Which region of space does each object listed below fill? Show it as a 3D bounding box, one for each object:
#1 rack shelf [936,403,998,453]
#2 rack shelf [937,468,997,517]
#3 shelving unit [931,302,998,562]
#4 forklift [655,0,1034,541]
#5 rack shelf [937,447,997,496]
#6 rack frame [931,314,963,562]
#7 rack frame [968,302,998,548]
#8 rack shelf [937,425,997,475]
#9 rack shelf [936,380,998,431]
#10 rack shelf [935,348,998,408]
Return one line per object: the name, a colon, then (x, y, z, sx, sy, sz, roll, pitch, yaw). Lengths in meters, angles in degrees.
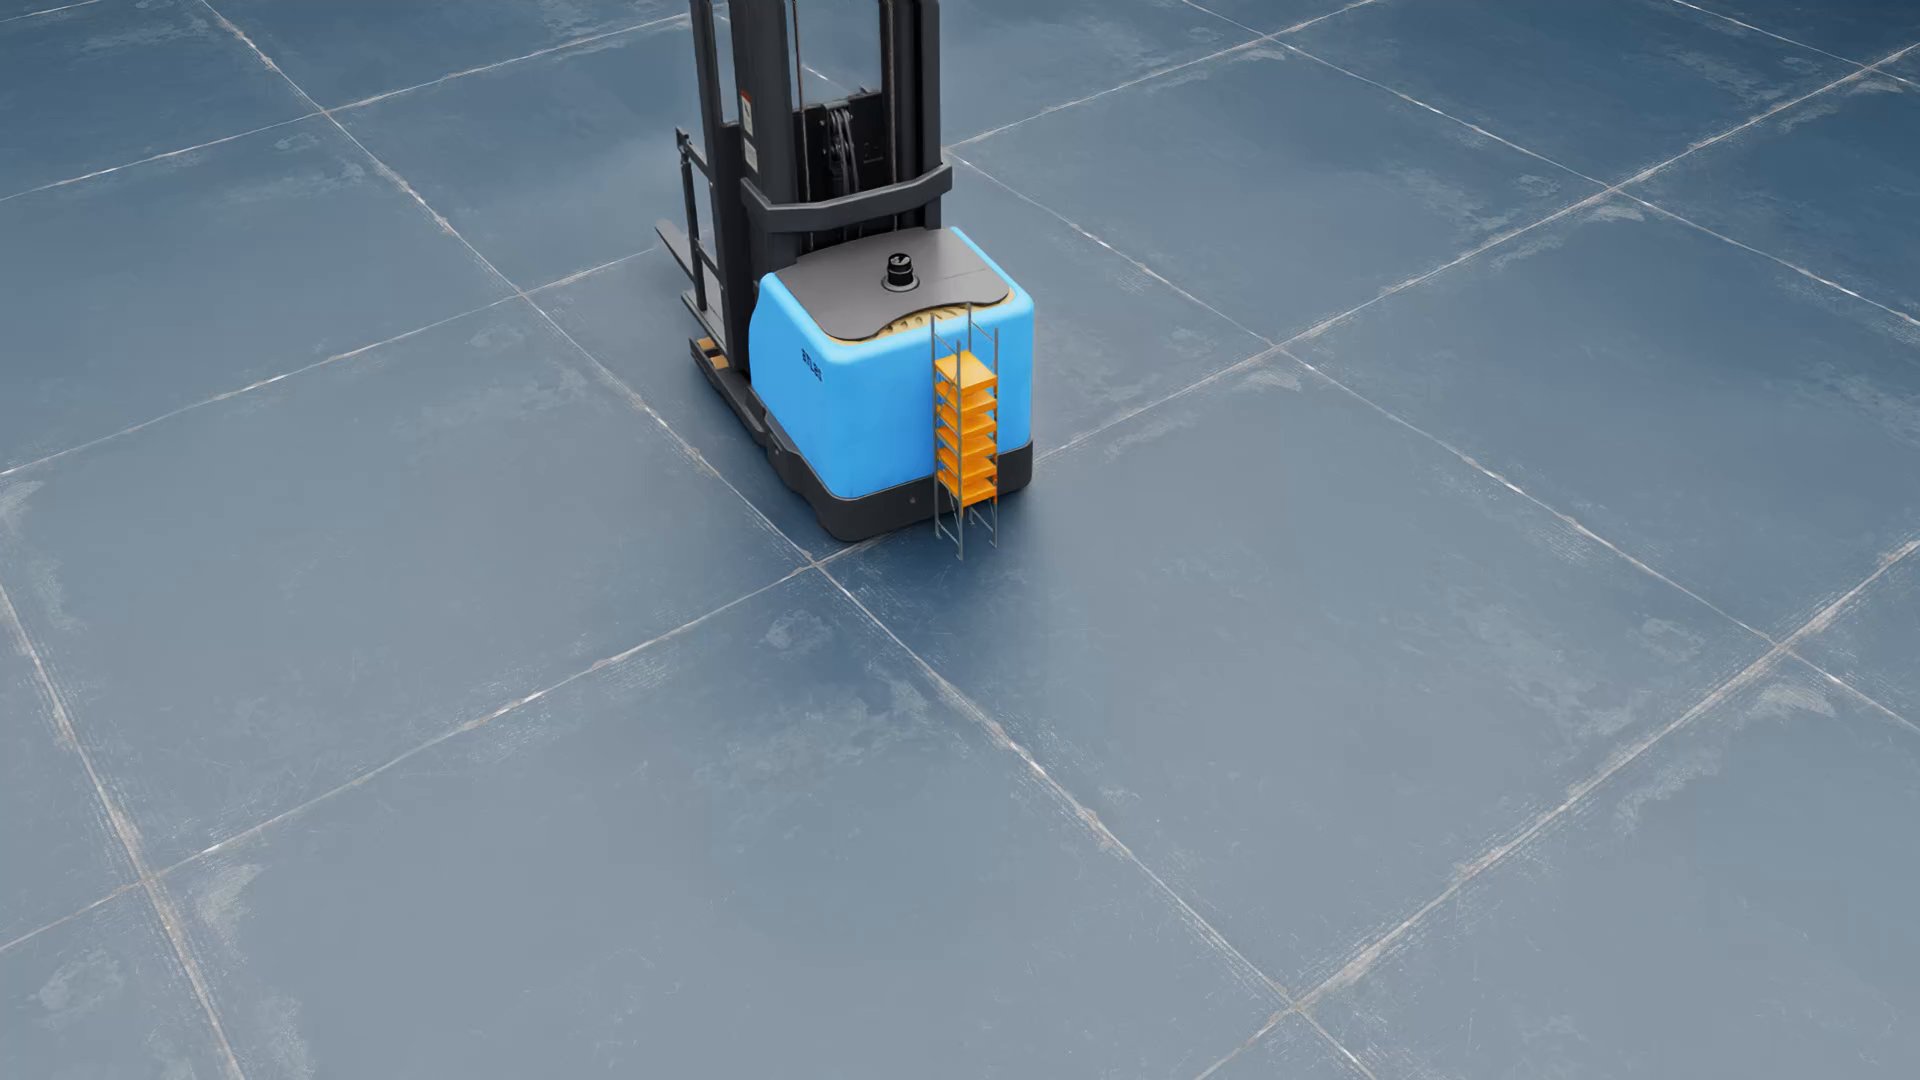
rack shelf: (0.022, -0.515, 7.310, 0.180, 0.103, 0.258, -21, 44, -23)
rack shelf: (0.025, -0.239, 7.541, 0.180, 0.103, 0.258, -21, 44, -23)
shelving unit: (0.023, -0.457, 7.358, 0.189, 1.200, 0.258, -21, 44, -23)
forklift: (-0.779, -2.054, 7.943, 1.130, 2.935, 3.031, -18, 43, -21)
rack shelf: (0.024, -0.331, 7.464, 0.180, 0.103, 0.258, -21, 44, -23)
rack frame: (-0.056, -0.427, 7.323, 0.006, 1.200, 0.240, -21, 44, -23)
rack frame: (0.102, -0.487, 7.393, 0.006, 1.200, 0.240, -21, 44, -23)
rack shelf: (0.023, -0.423, 7.387, 0.180, 0.103, 0.258, -21, 44, -23)
rack shelf: (0.021, -0.607, 7.233, 0.180, 0.103, 0.258, -21, 44, -23)
rack shelf: (0.020, -0.699, 7.156, 0.180, 0.103, 0.258, -21, 44, -23)
